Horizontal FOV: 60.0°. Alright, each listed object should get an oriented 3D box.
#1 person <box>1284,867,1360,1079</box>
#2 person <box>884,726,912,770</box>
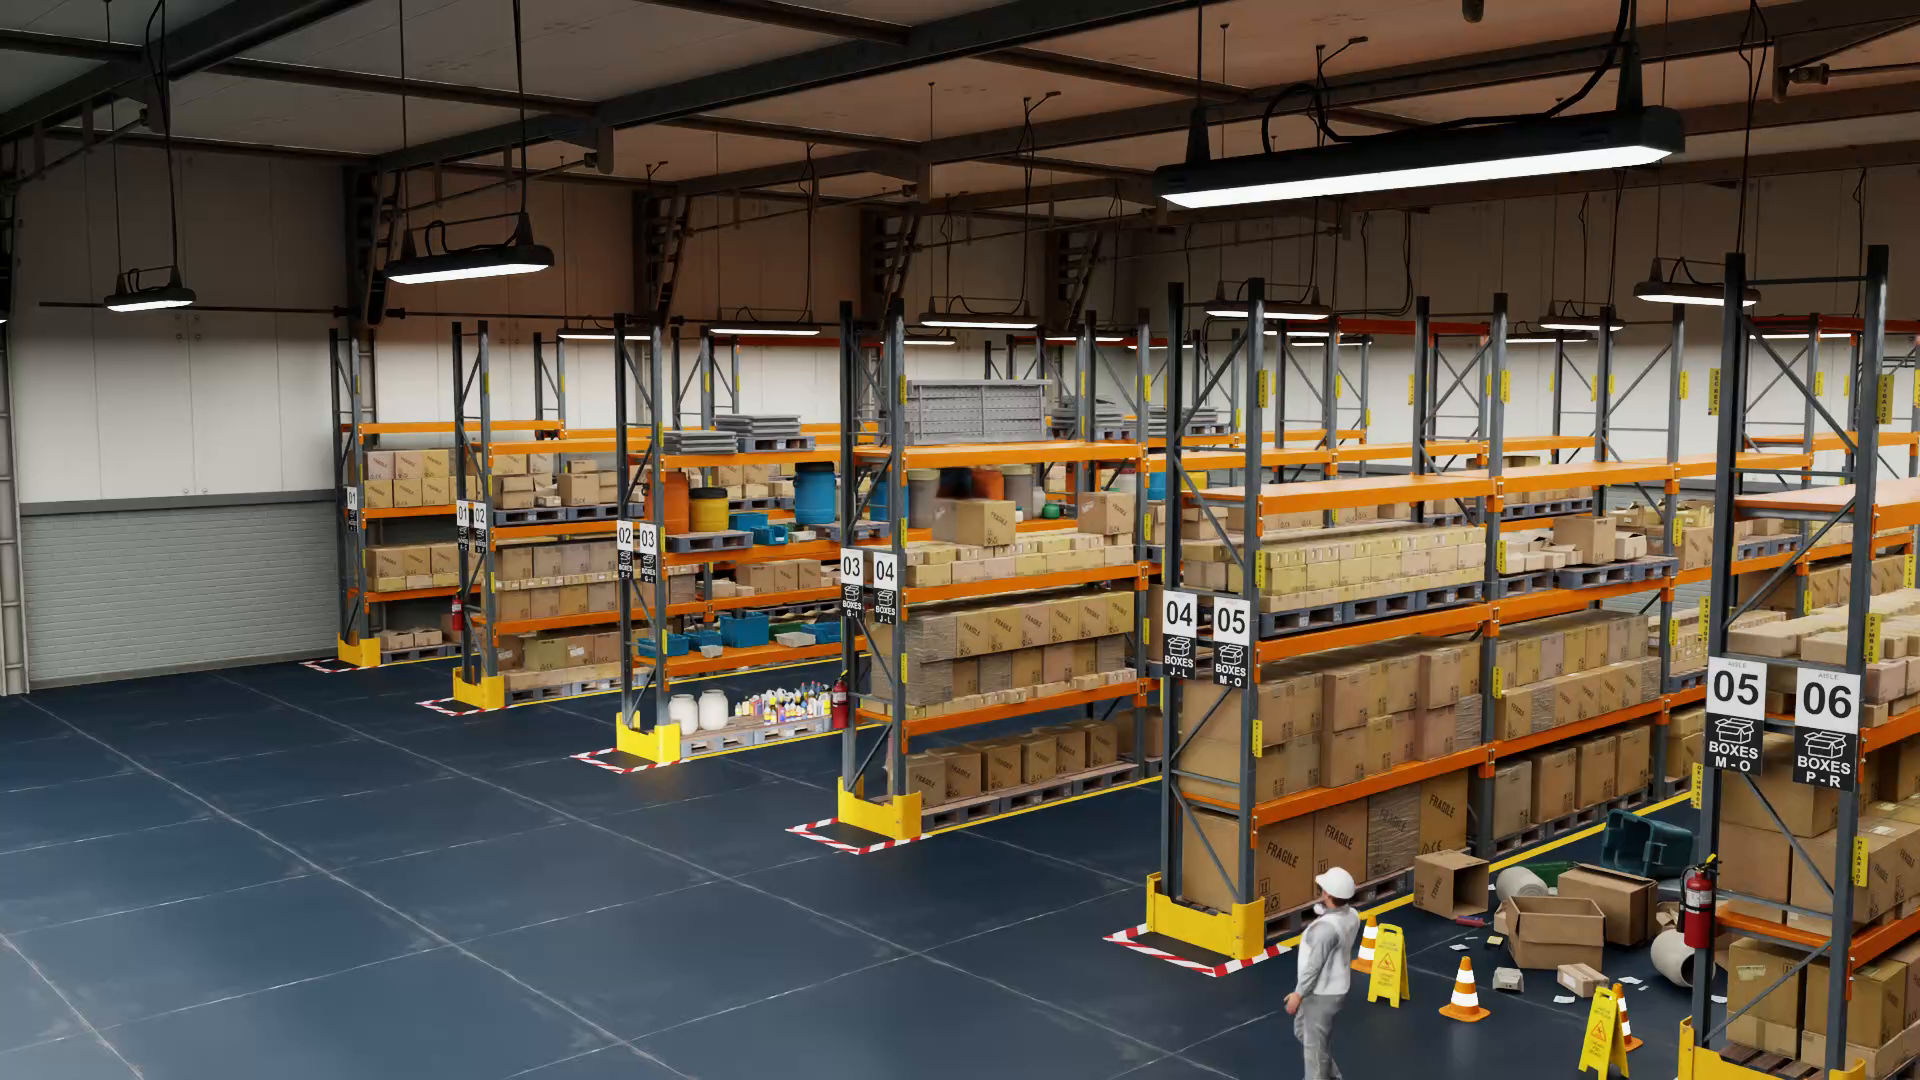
[{"bbox_3d":[2.525,3.161,11.676,0.519,1.805,0.547,2,6,18],"label":"person"},{"bbox_3d":[-0.809,2.285,21.367,0.452,1.547,0.482,3,7,31],"label":"person"}]
